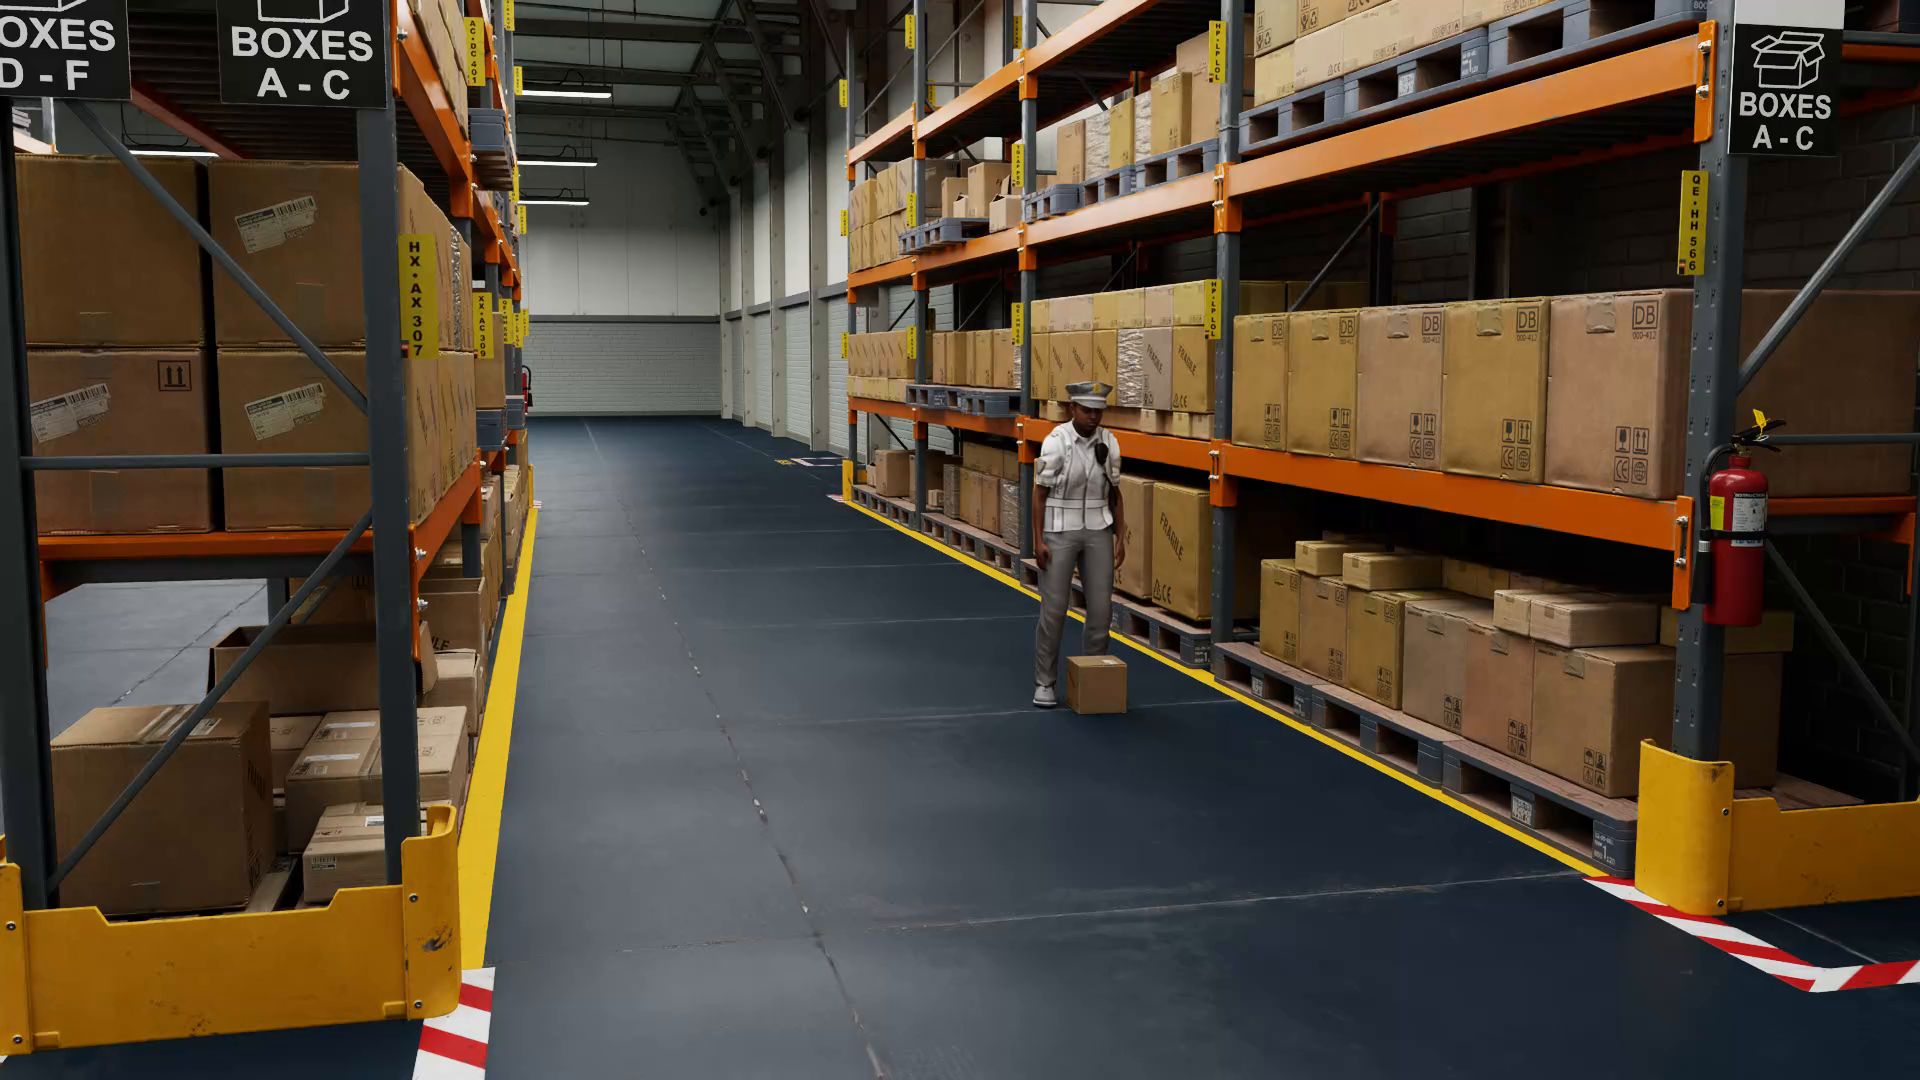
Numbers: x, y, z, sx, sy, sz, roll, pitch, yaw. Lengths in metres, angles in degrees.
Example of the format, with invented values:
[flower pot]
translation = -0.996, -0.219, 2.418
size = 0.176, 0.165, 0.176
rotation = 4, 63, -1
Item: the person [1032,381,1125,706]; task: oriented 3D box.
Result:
[person]
translation = 0.608, 0.012, 8.585
size = 0.515, 1.657, 0.400
rotation = -2, 6, -14
